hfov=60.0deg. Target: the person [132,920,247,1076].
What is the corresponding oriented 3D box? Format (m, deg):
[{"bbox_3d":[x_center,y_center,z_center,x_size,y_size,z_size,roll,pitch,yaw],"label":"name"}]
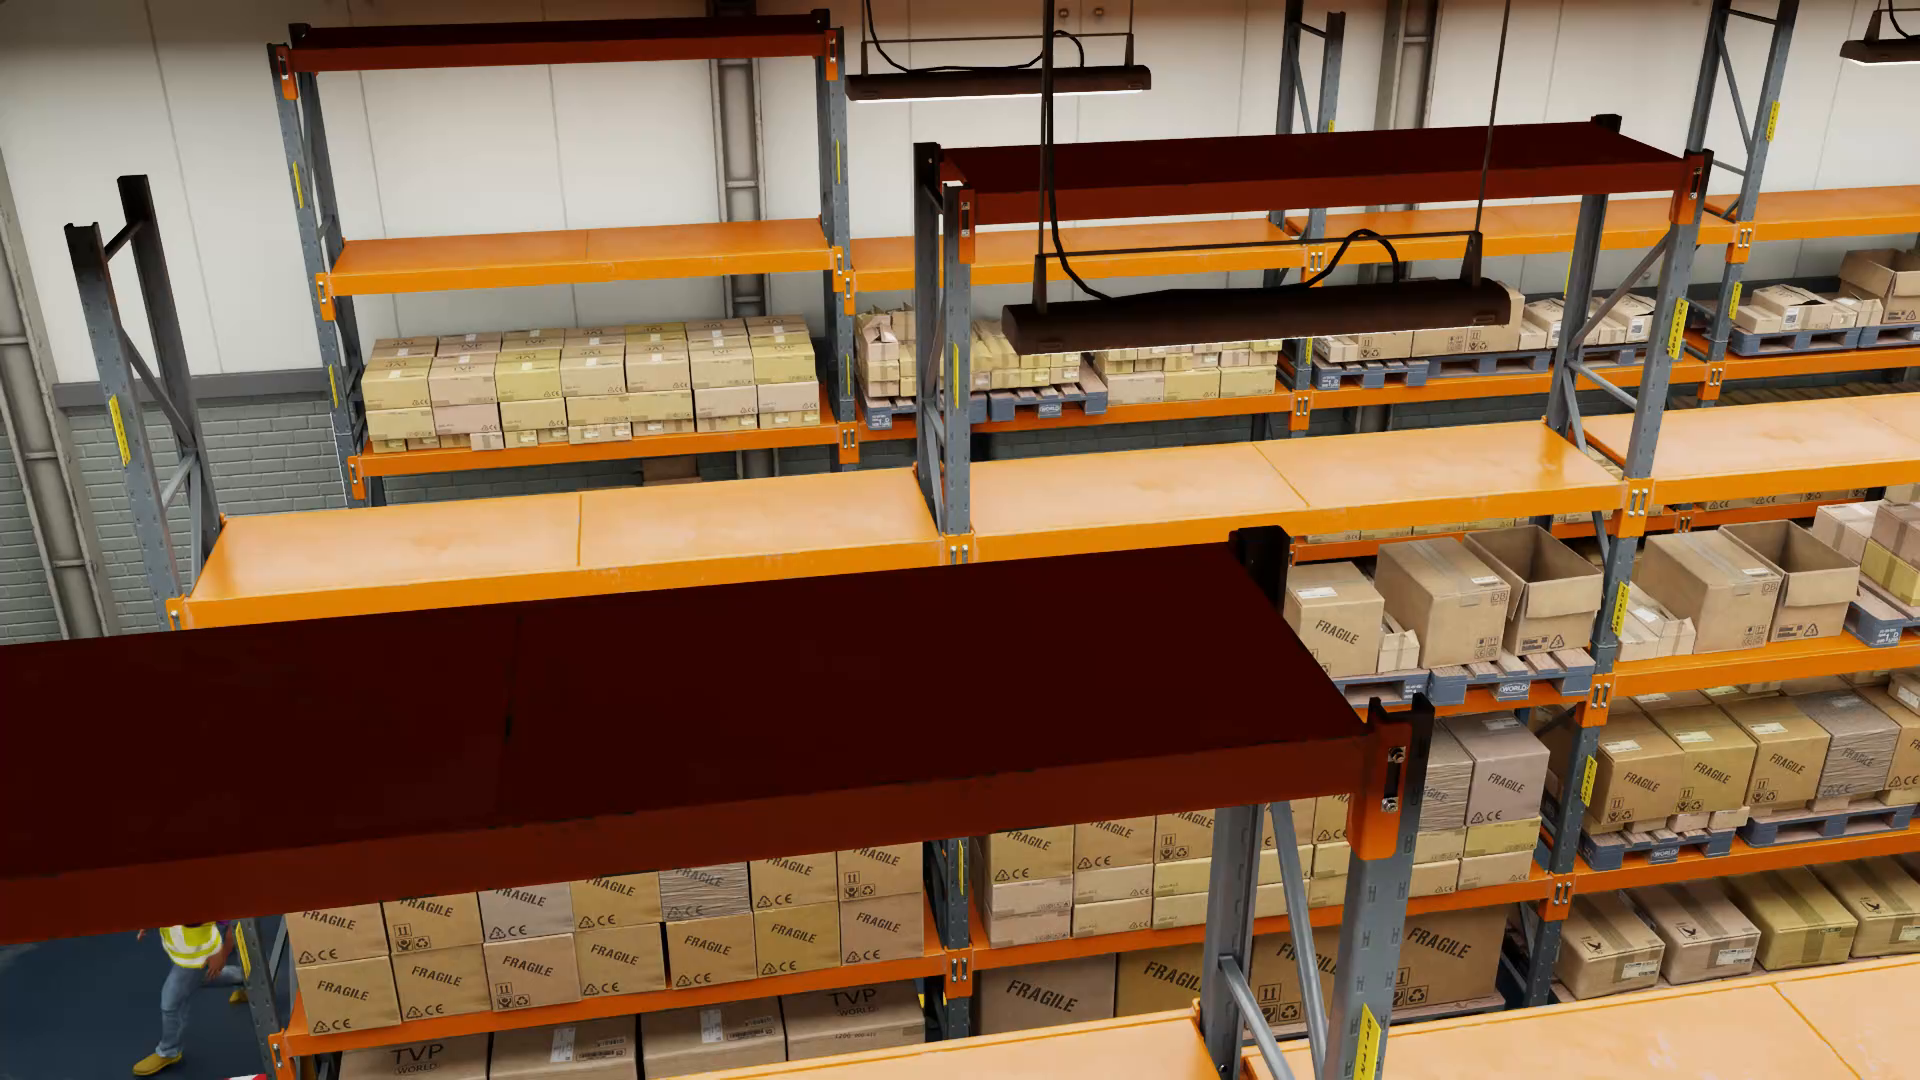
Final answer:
[{"bbox_3d":[-4.991,2.656,10.786,0.764,1.730,0.961,23,34,39],"label":"person"}]
